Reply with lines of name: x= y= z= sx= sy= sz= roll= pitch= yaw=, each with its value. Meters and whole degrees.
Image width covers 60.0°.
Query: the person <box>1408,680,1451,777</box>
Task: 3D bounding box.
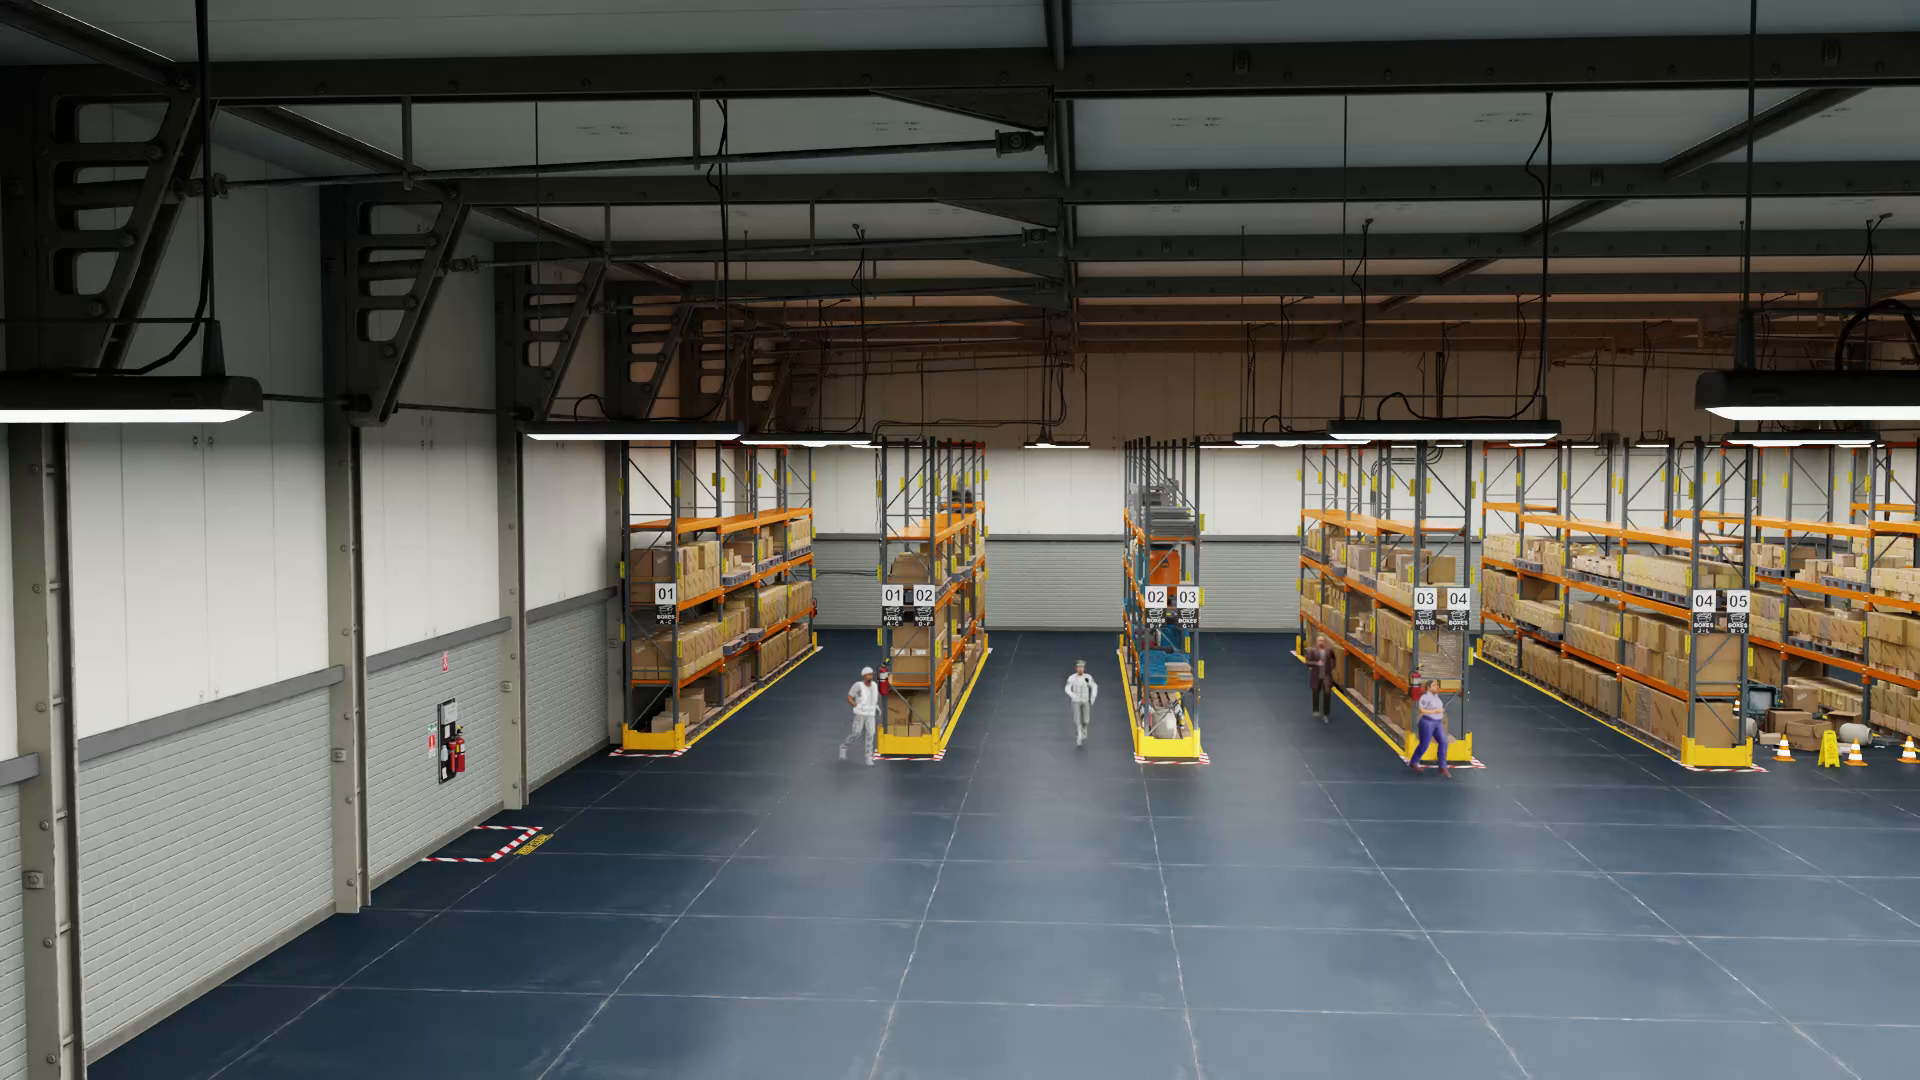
person: x=8.324 y=3.323 z=29.415 sx=0.606 sy=1.700 sz=0.734 roll=-2 pitch=4 yaw=-38

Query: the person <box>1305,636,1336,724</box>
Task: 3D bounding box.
person: x=7.654 y=2.952 z=35.260 sx=0.672 sy=1.850 sz=0.842 roll=0 pitch=3 yaw=6

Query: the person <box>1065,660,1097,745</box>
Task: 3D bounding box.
person: x=2.372 y=3.162 z=32.414 sx=0.643 sy=1.661 sz=0.547 roll=0 pitch=3 yaw=-3

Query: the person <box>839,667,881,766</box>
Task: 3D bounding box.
person: x=-1.719 y=3.203 z=30.431 sx=0.744 sy=1.744 sz=0.976 roll=-2 pitch=4 yaw=-37

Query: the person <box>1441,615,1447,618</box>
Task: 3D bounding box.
person: x=13.139 y=2.500 z=44.629 sx=0.567 sy=1.666 sz=0.831 roll=0 pitch=3 yaw=9
